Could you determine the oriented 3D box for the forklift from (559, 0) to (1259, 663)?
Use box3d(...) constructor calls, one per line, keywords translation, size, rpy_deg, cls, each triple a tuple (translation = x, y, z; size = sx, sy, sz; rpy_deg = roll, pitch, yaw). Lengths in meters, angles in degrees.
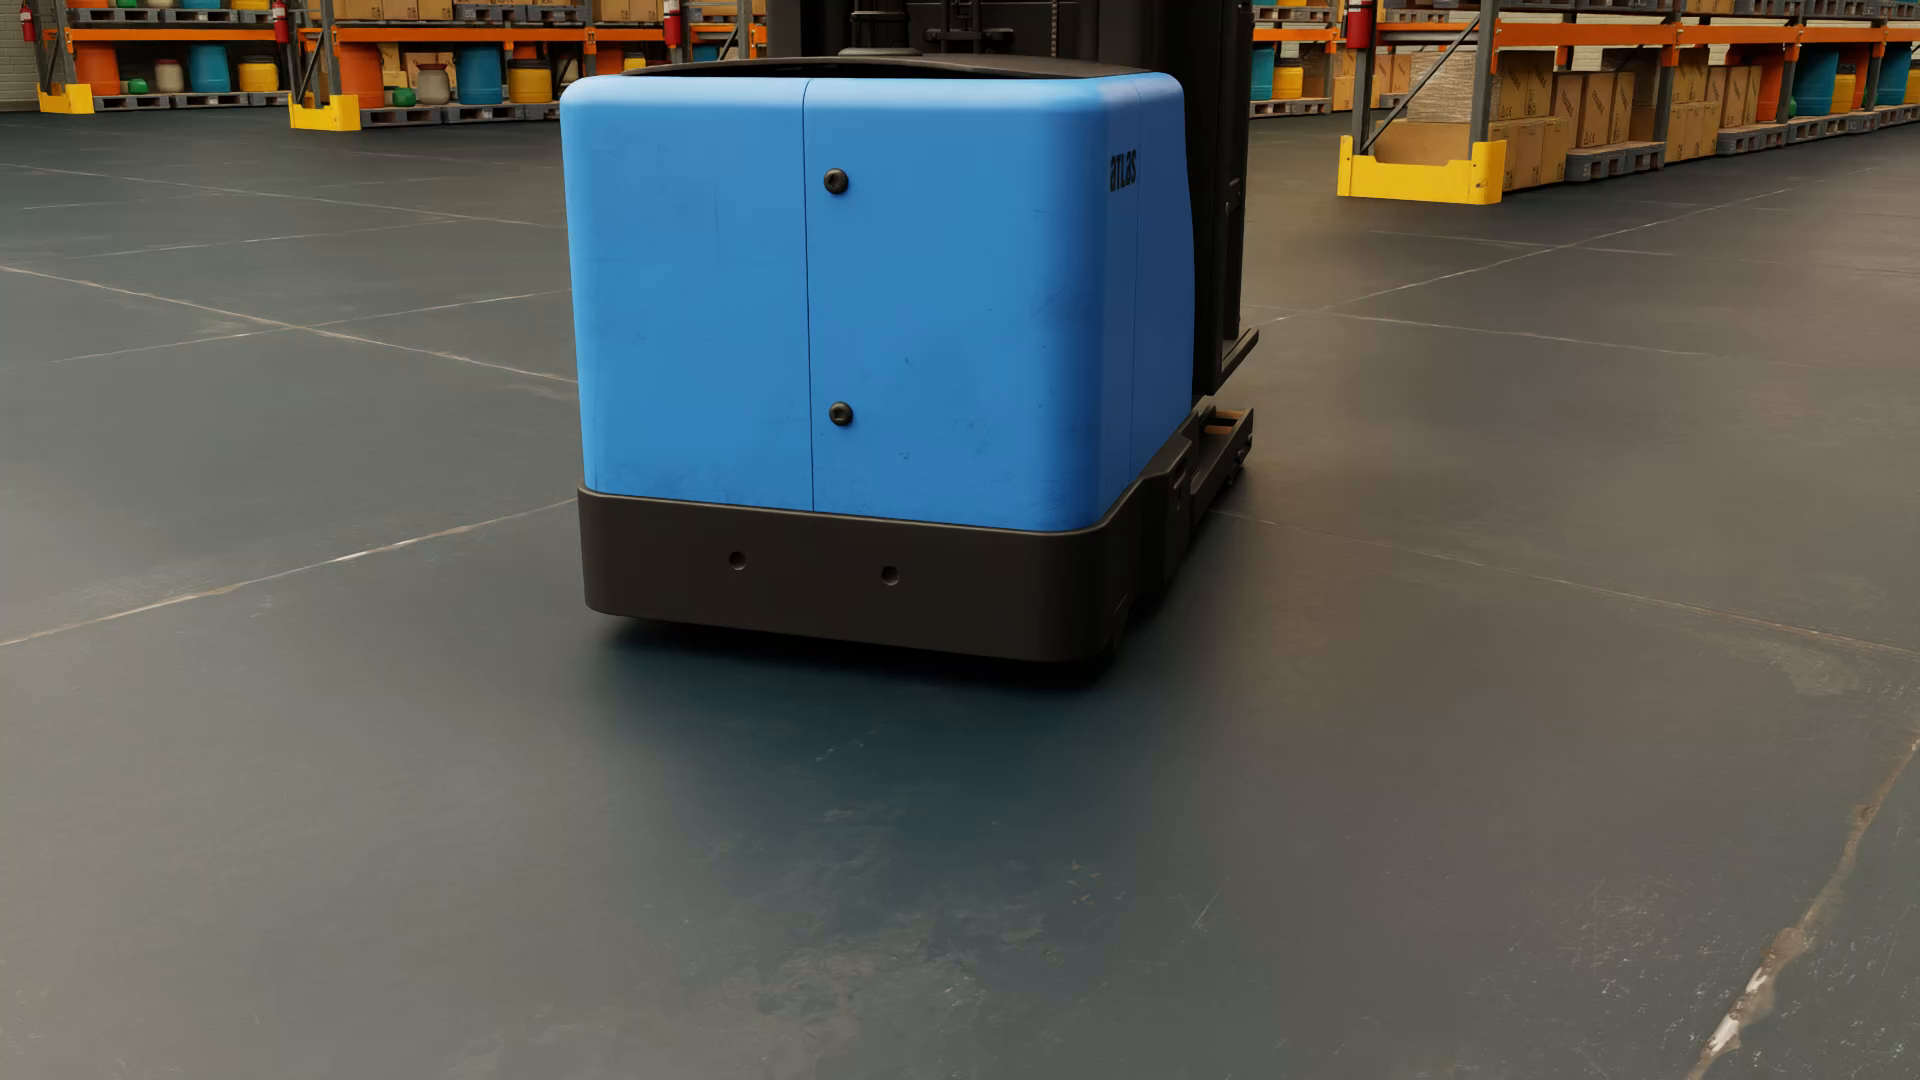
box3d(translation=(0.182, -1.571, 4.072), size=(1.130, 2.935, 3.031), rpy_deg=(5, 18, 17), cls="forklift")
